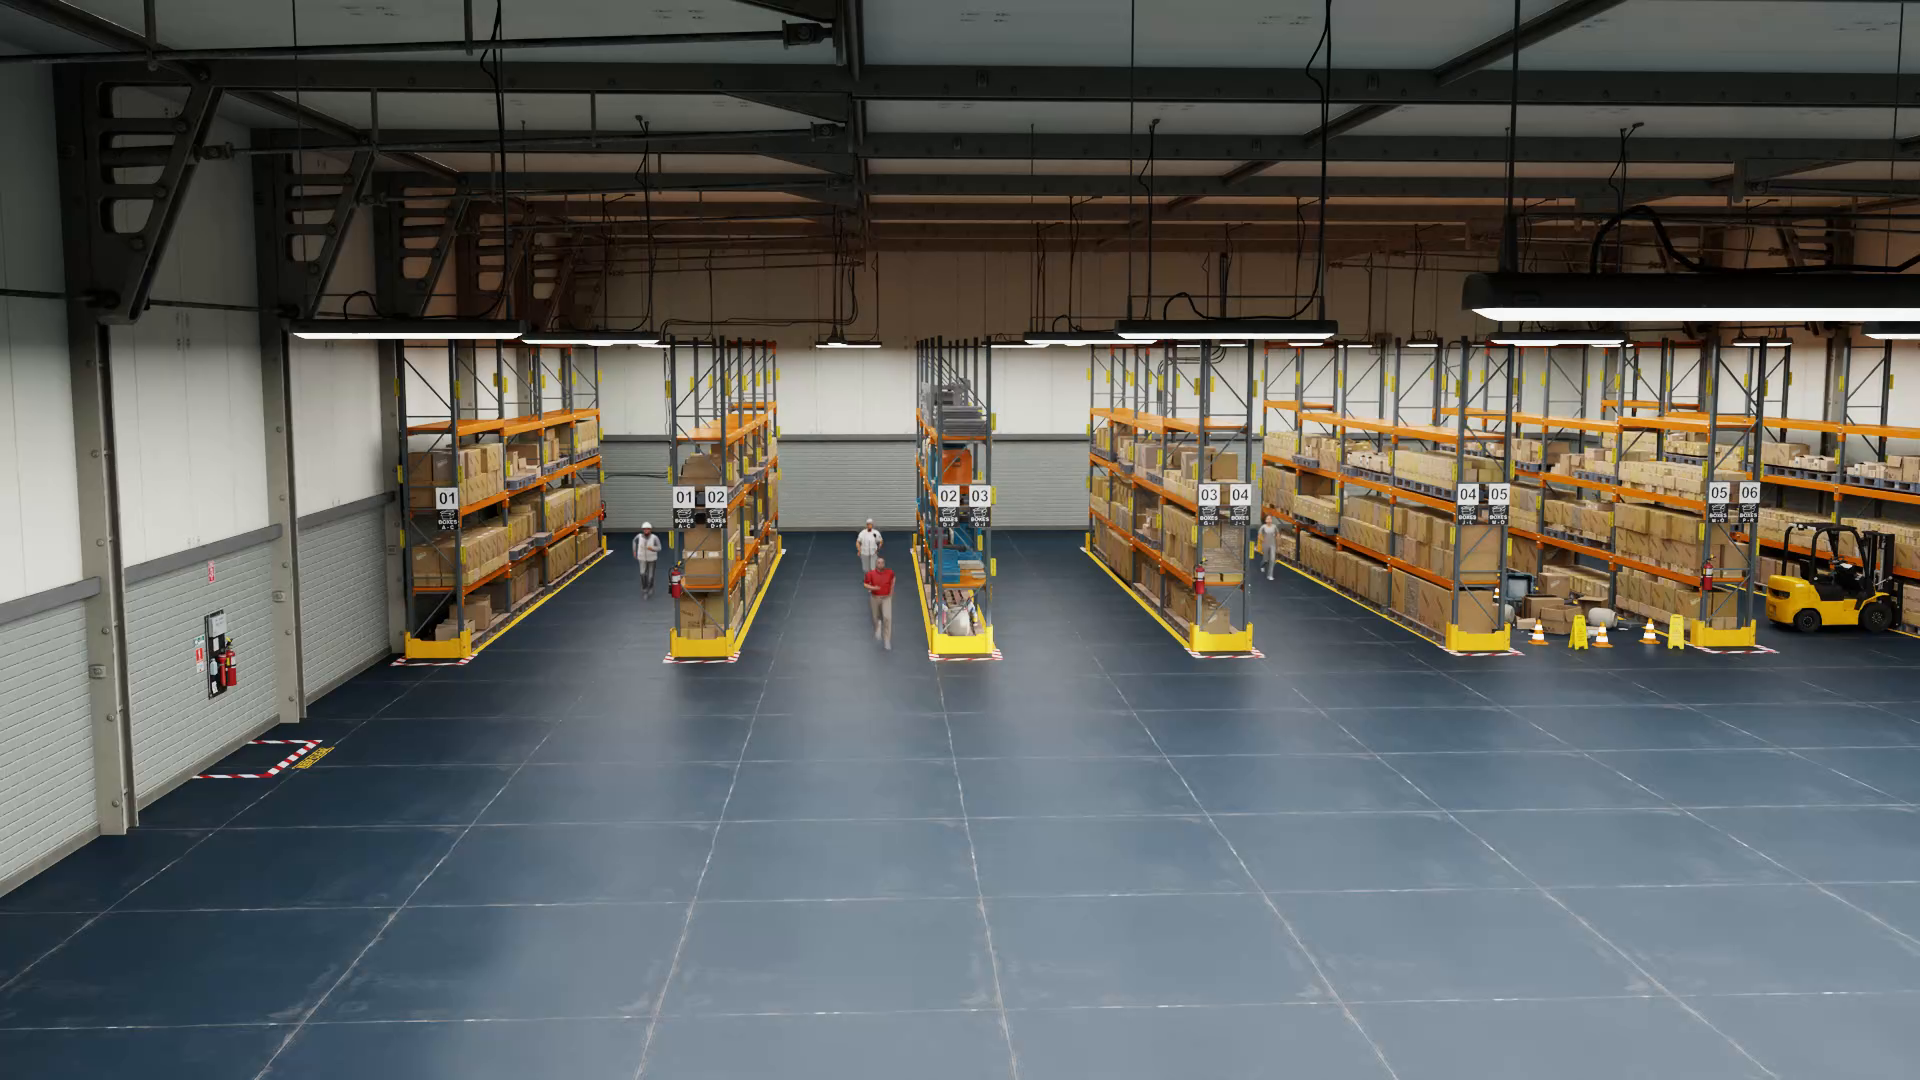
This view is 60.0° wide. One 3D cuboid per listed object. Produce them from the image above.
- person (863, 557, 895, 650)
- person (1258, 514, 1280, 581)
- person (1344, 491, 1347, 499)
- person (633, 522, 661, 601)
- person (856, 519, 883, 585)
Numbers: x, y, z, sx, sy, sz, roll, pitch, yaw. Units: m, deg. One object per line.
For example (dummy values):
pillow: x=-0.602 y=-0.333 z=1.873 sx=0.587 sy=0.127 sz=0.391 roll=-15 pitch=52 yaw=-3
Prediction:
person: x=-1.572 y=1.217 z=32.363 sx=0.626 sy=1.789 sz=1.008 roll=0 pitch=7 yaw=-4
person: x=7.776 y=0.168 z=41.832 sx=0.582 sy=1.640 sz=0.875 roll=0 pitch=6 yaw=-3
person: x=10.826 y=-0.509 z=47.293 sx=0.691 sy=1.811 sz=0.753 roll=-2 pitch=7 yaw=-18
person: x=-7.239 y=0.481 z=38.521 sx=0.679 sy=1.814 sz=0.851 roll=0 pitch=6 yaw=-3
person: x=-2.051 y=0.302 z=37.813 sx=0.616 sy=1.554 sz=0.462 roll=0 pitch=6 yaw=-2
